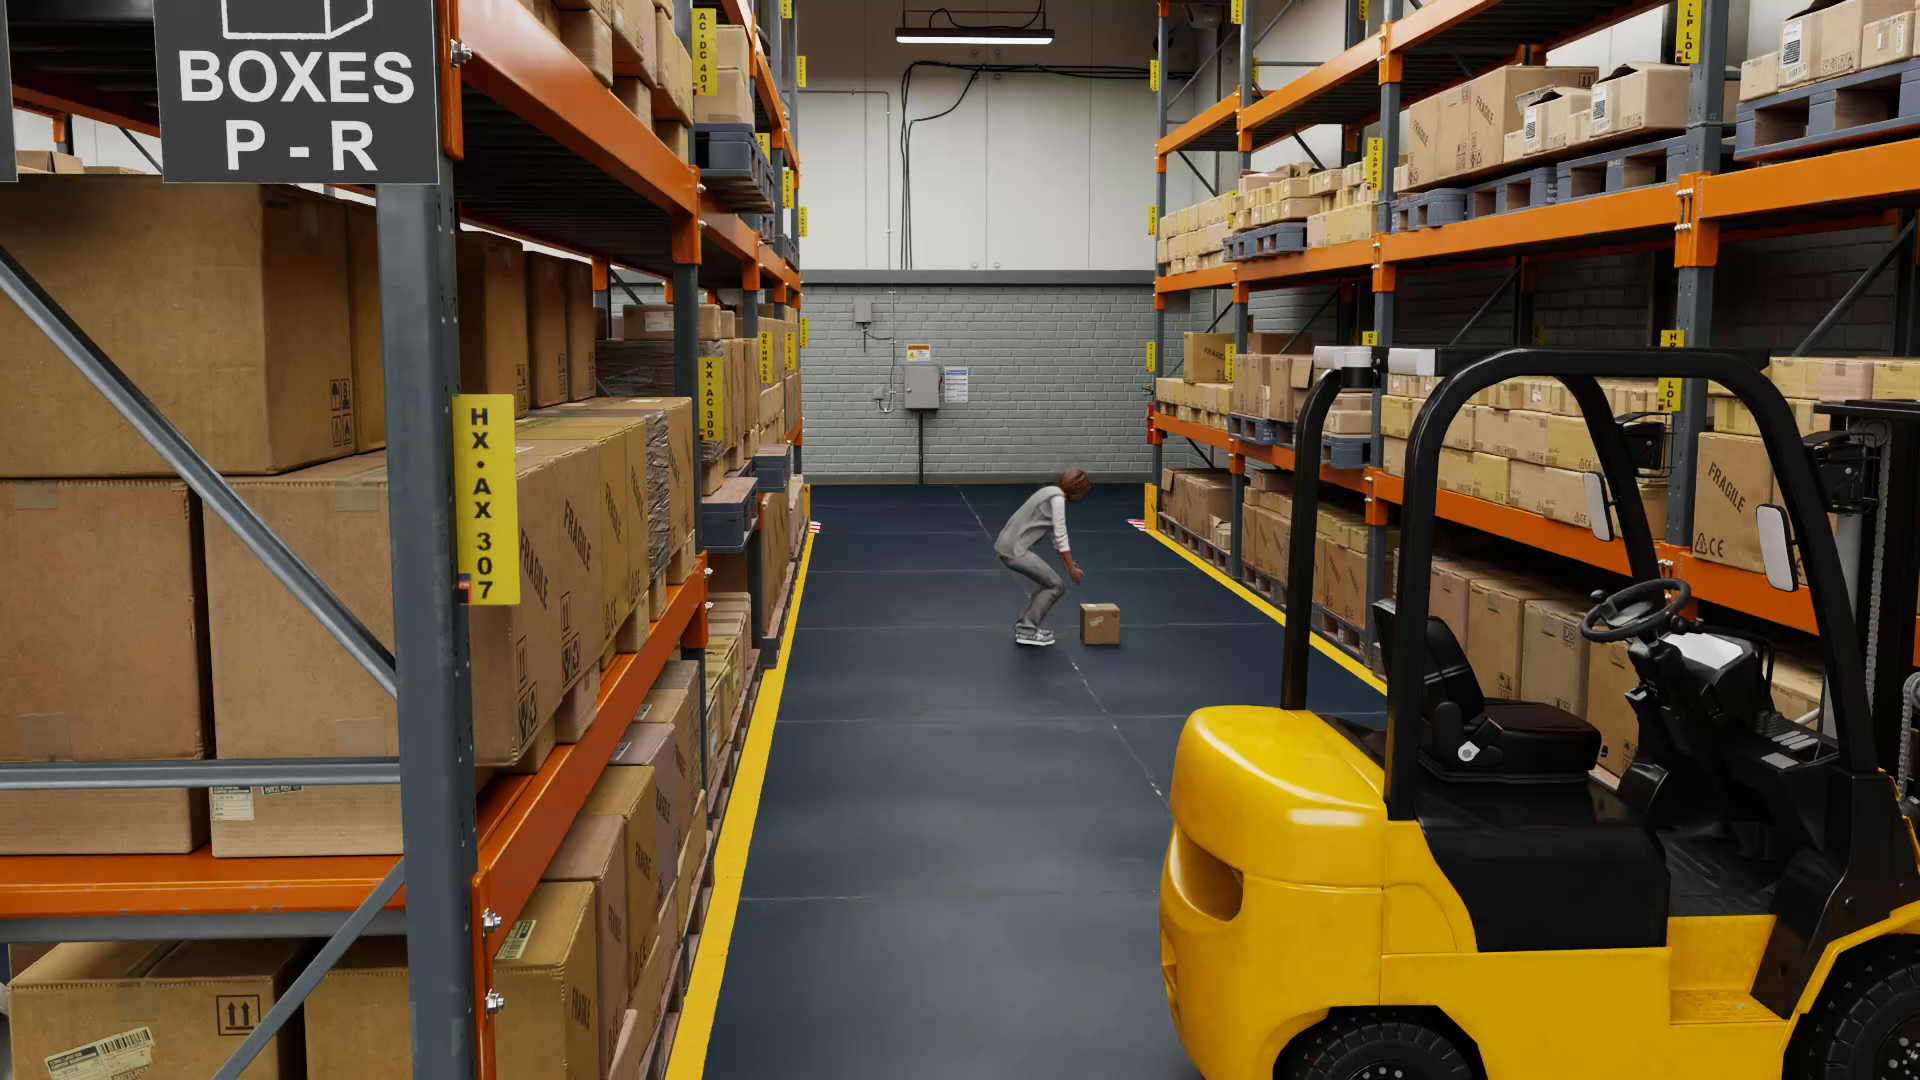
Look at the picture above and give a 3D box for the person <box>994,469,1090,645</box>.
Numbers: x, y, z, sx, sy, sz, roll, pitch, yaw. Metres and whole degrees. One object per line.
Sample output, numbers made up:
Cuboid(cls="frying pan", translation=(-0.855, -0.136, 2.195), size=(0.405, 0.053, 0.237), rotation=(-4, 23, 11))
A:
Cuboid(cls="person", translation=(0.581, 0.119, 11.862), size=(0.688, 1.228, 0.462), rotation=(0, 7, -4))
